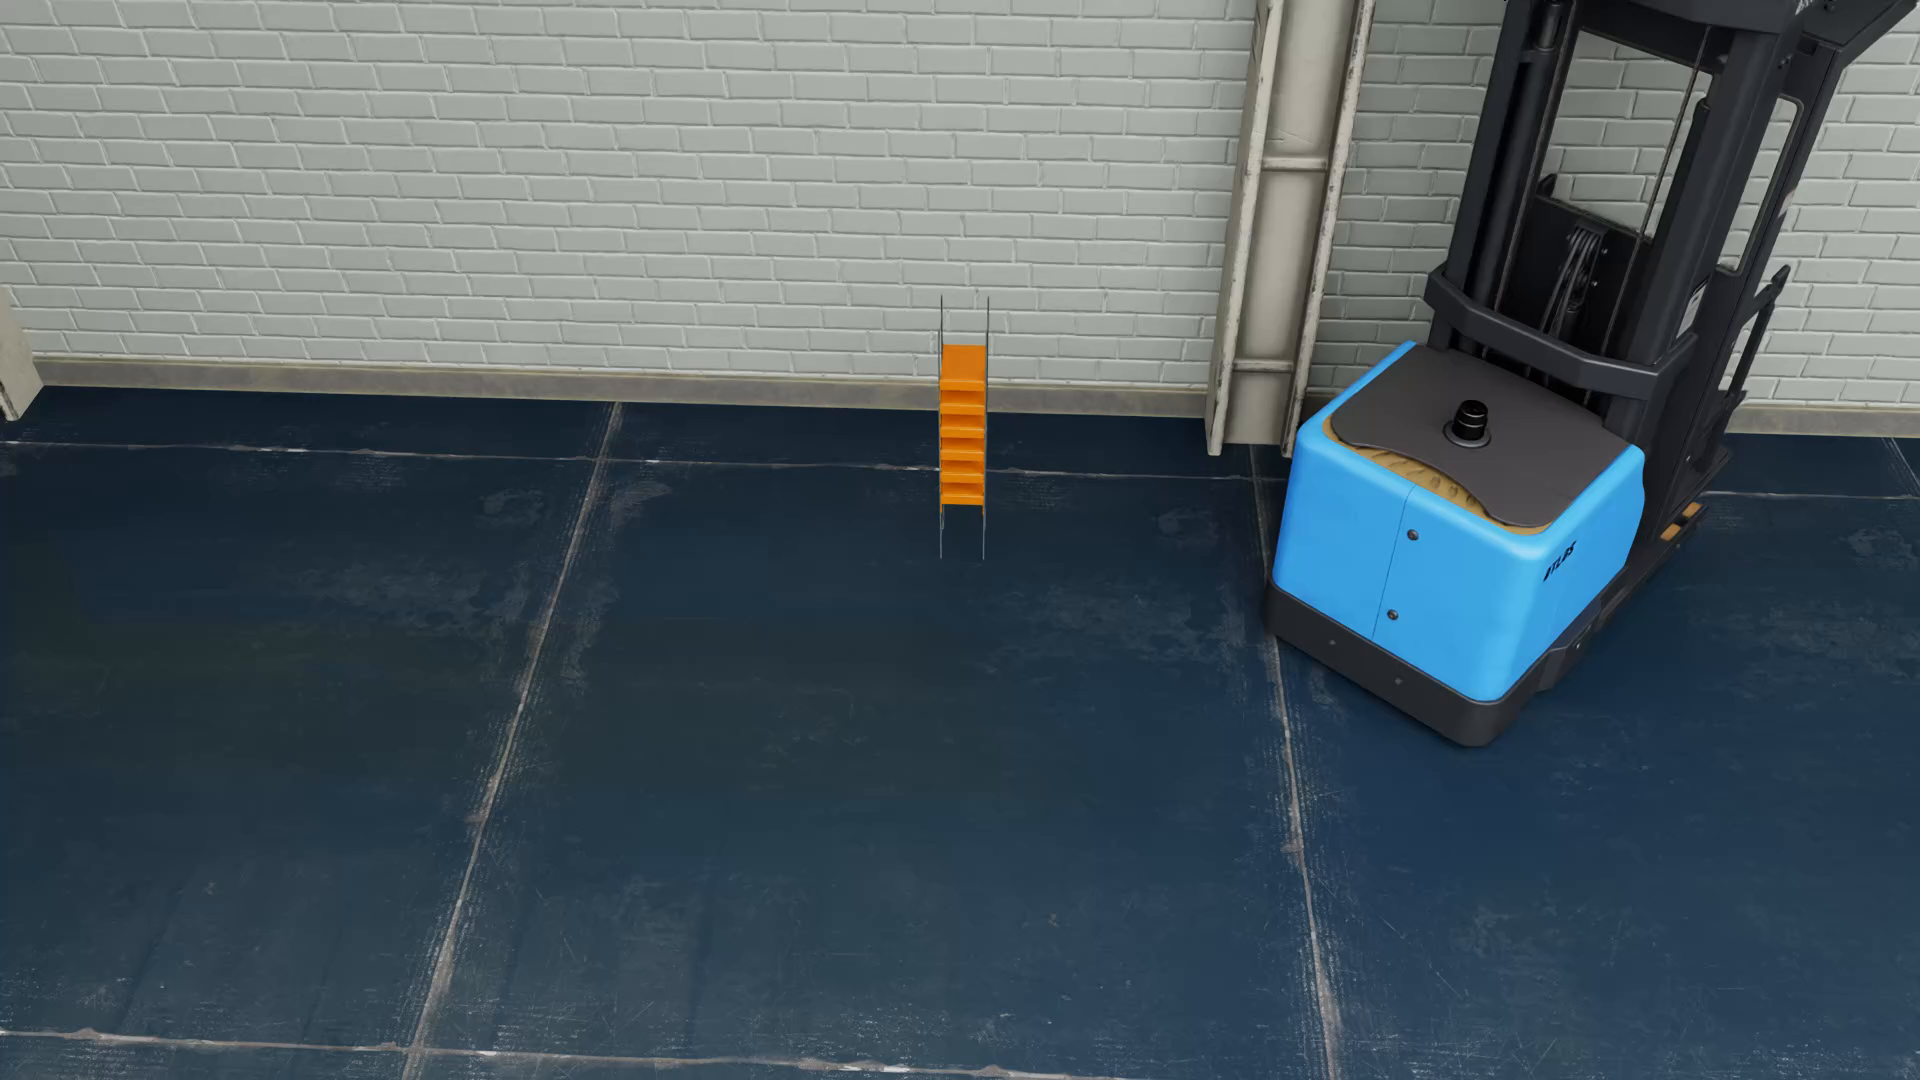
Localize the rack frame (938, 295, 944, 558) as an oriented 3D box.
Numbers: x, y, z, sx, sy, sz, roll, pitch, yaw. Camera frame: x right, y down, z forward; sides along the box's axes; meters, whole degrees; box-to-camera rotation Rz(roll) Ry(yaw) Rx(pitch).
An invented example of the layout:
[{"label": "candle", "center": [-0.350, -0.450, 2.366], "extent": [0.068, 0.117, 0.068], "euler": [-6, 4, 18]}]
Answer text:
[{"label": "rack frame", "center": [-0.077, -0.441, 6.844], "extent": [0.006, 1.200, 0.240], "euler": [2, 43, 2]}]

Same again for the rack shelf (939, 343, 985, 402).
[{"label": "rack shelf", "center": [0.014, -0.669, 6.625], "extent": [0.180, 0.103, 0.258], "euler": [2, 43, 2]}]

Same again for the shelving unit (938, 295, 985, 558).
[{"label": "shelving unit", "center": [-10.961, 0.879, 4.986], "extent": [21.905, 1.800, 5.752], "euler": [2, 43, 2]}]

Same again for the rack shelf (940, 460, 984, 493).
[{"label": "rack shelf", "center": [0.014, -0.318, 6.953], "extent": [0.180, 0.103, 0.258], "euler": [2, 43, 2]}]
